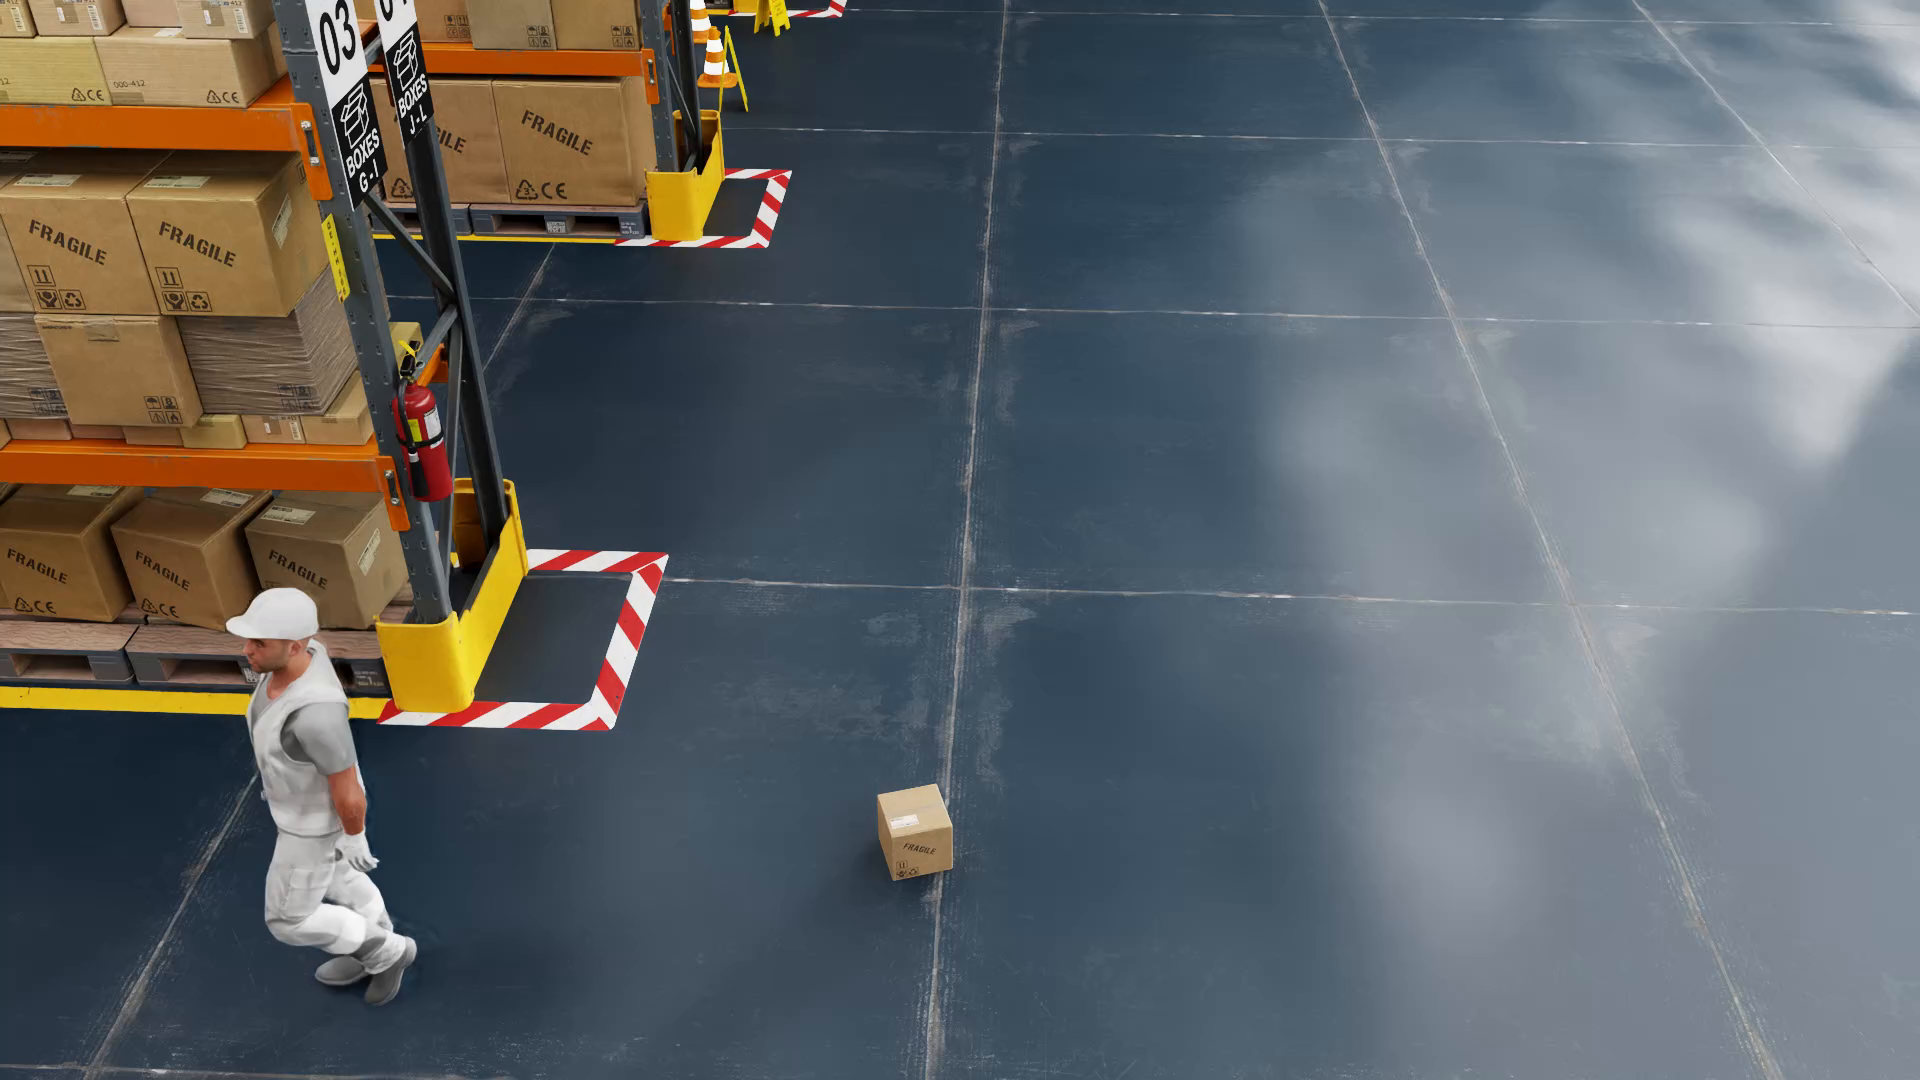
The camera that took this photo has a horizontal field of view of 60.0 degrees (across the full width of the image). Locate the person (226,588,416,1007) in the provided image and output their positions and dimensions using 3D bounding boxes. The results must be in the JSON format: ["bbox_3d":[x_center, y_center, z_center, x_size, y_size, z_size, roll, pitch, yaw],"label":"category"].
[{"bbox_3d":[-2.264,0.928,5.754,0.455,1.792,0.552,-16,38,-21],"label":"person"}]
